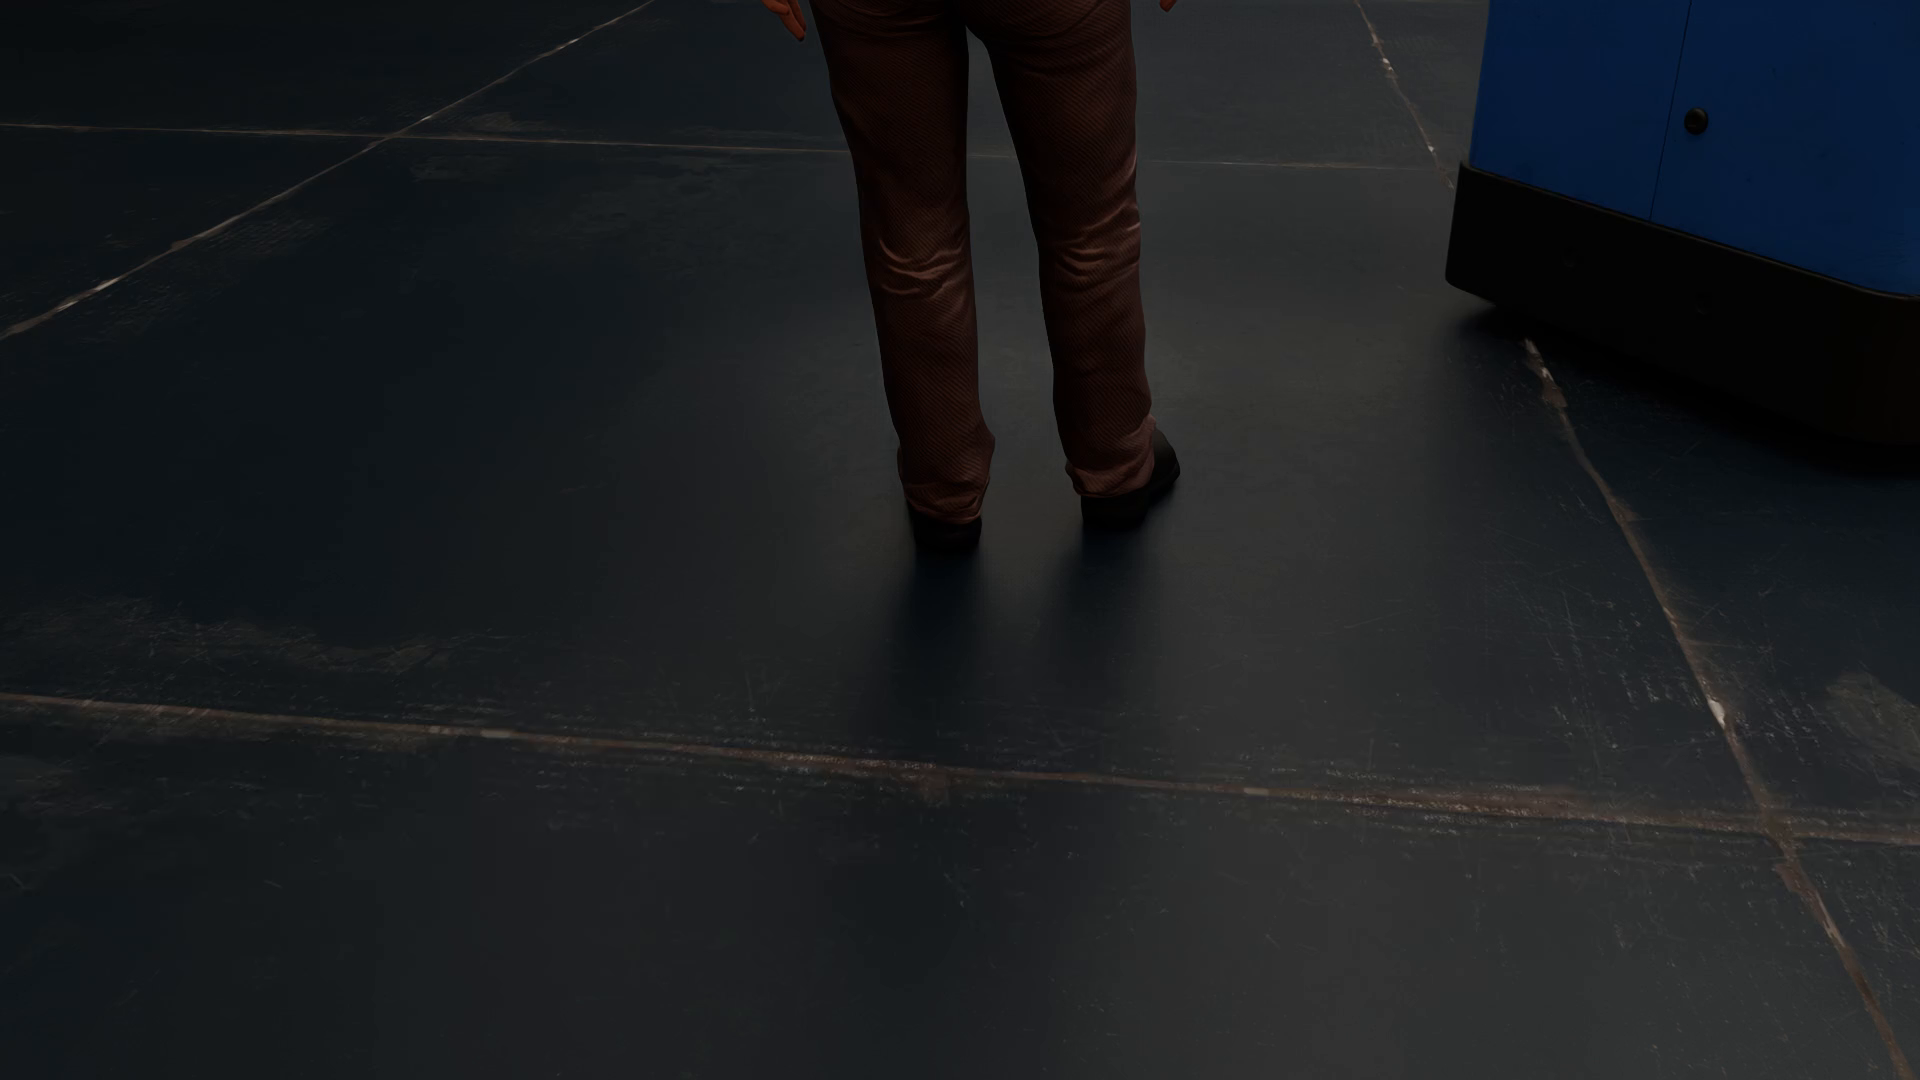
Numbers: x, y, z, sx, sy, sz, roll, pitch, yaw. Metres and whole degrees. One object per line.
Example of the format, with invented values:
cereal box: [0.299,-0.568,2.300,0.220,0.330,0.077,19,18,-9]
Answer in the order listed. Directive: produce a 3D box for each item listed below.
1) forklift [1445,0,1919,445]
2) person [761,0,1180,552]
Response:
forklift: [2.541,-1.902,3.030,3.031,2.935,1.130,-13,29,-25]
person: [0.016,-0.804,2.166,0.632,1.720,0.568,3,27,7]
